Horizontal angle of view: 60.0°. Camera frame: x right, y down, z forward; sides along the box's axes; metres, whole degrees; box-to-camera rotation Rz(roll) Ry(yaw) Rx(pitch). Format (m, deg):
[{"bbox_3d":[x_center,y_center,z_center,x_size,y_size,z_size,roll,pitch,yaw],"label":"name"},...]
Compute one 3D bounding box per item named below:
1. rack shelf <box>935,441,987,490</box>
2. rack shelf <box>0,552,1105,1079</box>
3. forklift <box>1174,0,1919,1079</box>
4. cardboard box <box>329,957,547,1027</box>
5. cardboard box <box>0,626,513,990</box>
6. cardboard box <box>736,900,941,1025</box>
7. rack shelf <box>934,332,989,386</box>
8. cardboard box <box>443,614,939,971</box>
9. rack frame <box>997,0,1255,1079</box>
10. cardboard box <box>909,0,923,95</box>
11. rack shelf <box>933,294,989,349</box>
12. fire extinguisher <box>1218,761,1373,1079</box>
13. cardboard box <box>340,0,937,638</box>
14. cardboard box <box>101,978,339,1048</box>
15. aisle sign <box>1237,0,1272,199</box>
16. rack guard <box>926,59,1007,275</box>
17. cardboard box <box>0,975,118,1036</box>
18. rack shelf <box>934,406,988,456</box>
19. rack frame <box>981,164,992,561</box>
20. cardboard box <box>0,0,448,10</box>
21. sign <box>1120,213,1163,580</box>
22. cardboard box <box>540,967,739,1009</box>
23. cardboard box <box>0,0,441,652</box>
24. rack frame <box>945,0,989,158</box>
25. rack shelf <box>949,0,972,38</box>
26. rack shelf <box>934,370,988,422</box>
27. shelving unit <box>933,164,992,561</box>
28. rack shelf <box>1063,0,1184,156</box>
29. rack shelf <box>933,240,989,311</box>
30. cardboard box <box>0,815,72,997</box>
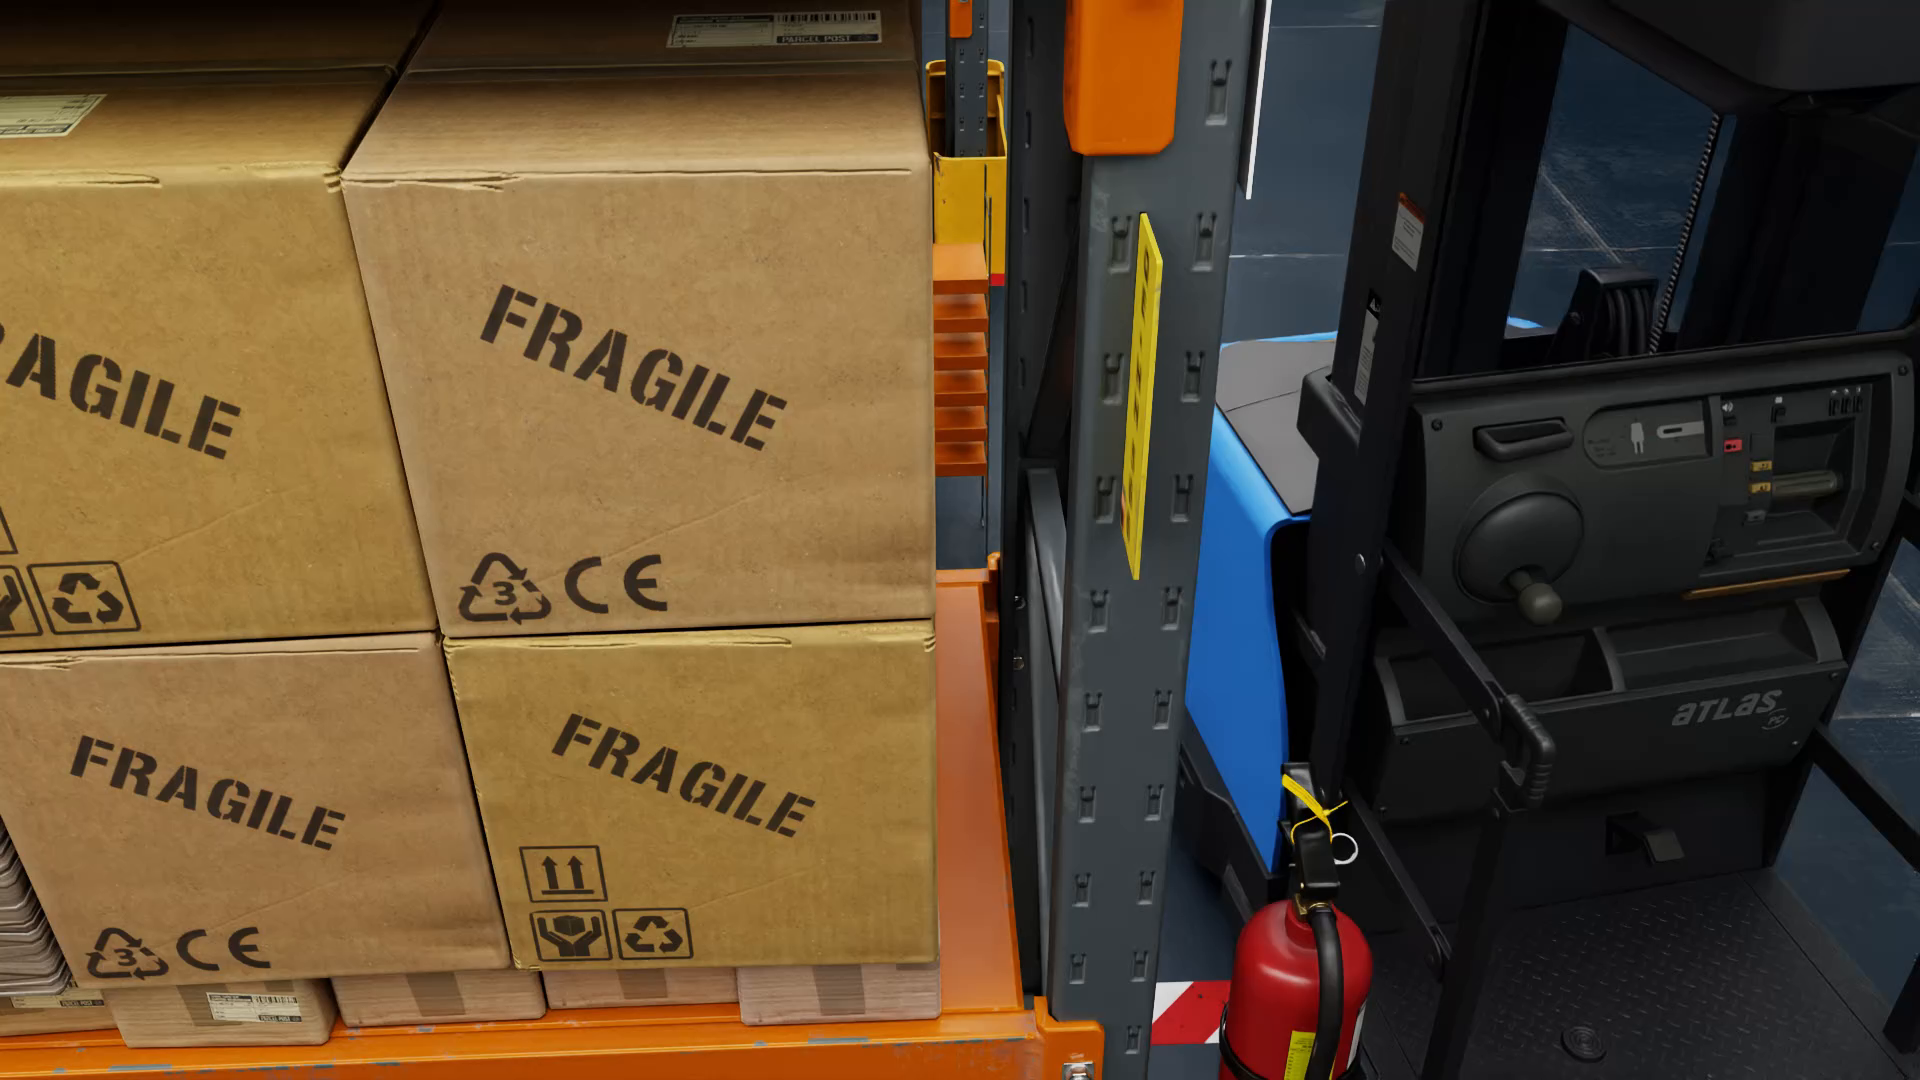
[{"bbox_3d":[-0.014,-0.259,5.070,0.180,0.103,0.258,-2,35,-2],"label":"rack shelf"},{"bbox_3d":[-1.842,0.517,2.499,4.000,0.370,1.077,-2,35,-2],"label":"rack shelf"},{"bbox_3d":[1.275,-0.026,2.712,1.130,2.935,3.031,-7,35,-10],"label":"forklift"},{"bbox_3d":[-0.657,0.441,2.198,0.250,0.149,0.380,-2,35,-3],"label":"cardboard box"},{"bbox_3d":[-0.796,0.173,2.015,0.500,0.500,0.500,-2,35,-3],"label":"cardboard box"},{"bbox_3d":[-0.157,0.440,2.199,0.250,0.149,0.380,-1,35,-2],"label":"cardboard box"},{"bbox_3d":[-0.014,-0.555,4.865,0.180,0.103,0.258,-2,35,-2],"label":"rack shelf"},{"bbox_3d":[-0.281,0.162,2.031,0.500,0.500,0.500,-1,35,-1],"label":"cardboard box"},{"bbox_3d":[0.155,0.167,2.373,0.127,3.000,1.000,-2,35,-2],"label":"rack frame"},{"bbox_3d":[-0.306,-0.546,2.176,0.500,0.500,0.500,-2,35,-3],"label":"cardboard box"},{"bbox_3d":[-0.014,-0.654,4.797,0.180,0.103,0.258,-2,35,-2],"label":"rack shelf"},{"bbox_3d":[0.429,0.608,2.131,0.183,0.674,0.296,-2,35,-2],"label":"fire extinguisher"},{"bbox_3d":[-0.290,-0.254,1.753,0.500,0.500,0.500,-2,35,-3],"label":"cardboard box"},{"bbox_3d":[-0.911,0.461,2.169,0.250,0.149,0.380,-1,35,-1],"label":"cardboard box"},{"bbox_3d":[0.242,-0.733,1.389,0.004,0.787,0.394,-2,35,-2],"label":"aisle sign"},{"bbox_3d":[0.045,-1.628,7.163,0.348,0.500,1.175,-2,35,-2],"label":"rack guard"},{"bbox_3d":[-1.175,0.451,2.183,0.250,0.149,0.380,-3,35,-4],"label":"cardboard box"},{"bbox_3d":[-0.014,-0.358,5.002,0.180,0.103,0.258,-2,35,-2],"label":"rack shelf"},{"bbox_3d":[0.077,-0.495,4.912,0.006,1.200,0.240,-2,35,-2],"label":"rack frame"},{"bbox_3d":[-0.809,-0.529,2.151,0.500,0.500,0.500,-1,35,-1],"label":"cardboard box"},{"bbox_3d":[0.162,-0.123,1.497,0.005,0.325,0.100,-2,35,-2],"label":"sign"},{"bbox_3d":[-0.407,0.425,2.220,0.250,0.149,0.380,-2,35,-2],"label":"cardboard box"},{"bbox_3d":[-0.796,-0.240,1.733,0.500,0.500,0.500,-3,35,-4],"label":"cardboard box"},{"bbox_3d":[0.021,-2.655,6.450,0.127,3.000,1.000,-2,35,-2],"label":"rack frame"},{"bbox_3d":[-1.976,-2.305,6.577,4.000,0.370,1.077,-2,35,-2],"label":"rack shelf"},{"bbox_3d":[-0.014,-0.456,4.933,0.180,0.103,0.258,-2,35,-2],"label":"rack shelf"},{"bbox_3d":[-0.014,-0.493,4.908,0.189,1.200,0.258,-2,35,-2],"label":"shelving unit"},{"bbox_3d":[-1.842,-0.717,1.646,4.000,0.370,1.077,-2,35,-2],"label":"rack shelf"},{"bbox_3d":[-0.014,-0.752,4.728,0.180,0.103,0.258,-2,35,-2],"label":"rack shelf"},{"bbox_3d":[-1.302,0.192,1.987,0.500,0.500,0.500,-1,35,-2],"label":"cardboard box"}]
